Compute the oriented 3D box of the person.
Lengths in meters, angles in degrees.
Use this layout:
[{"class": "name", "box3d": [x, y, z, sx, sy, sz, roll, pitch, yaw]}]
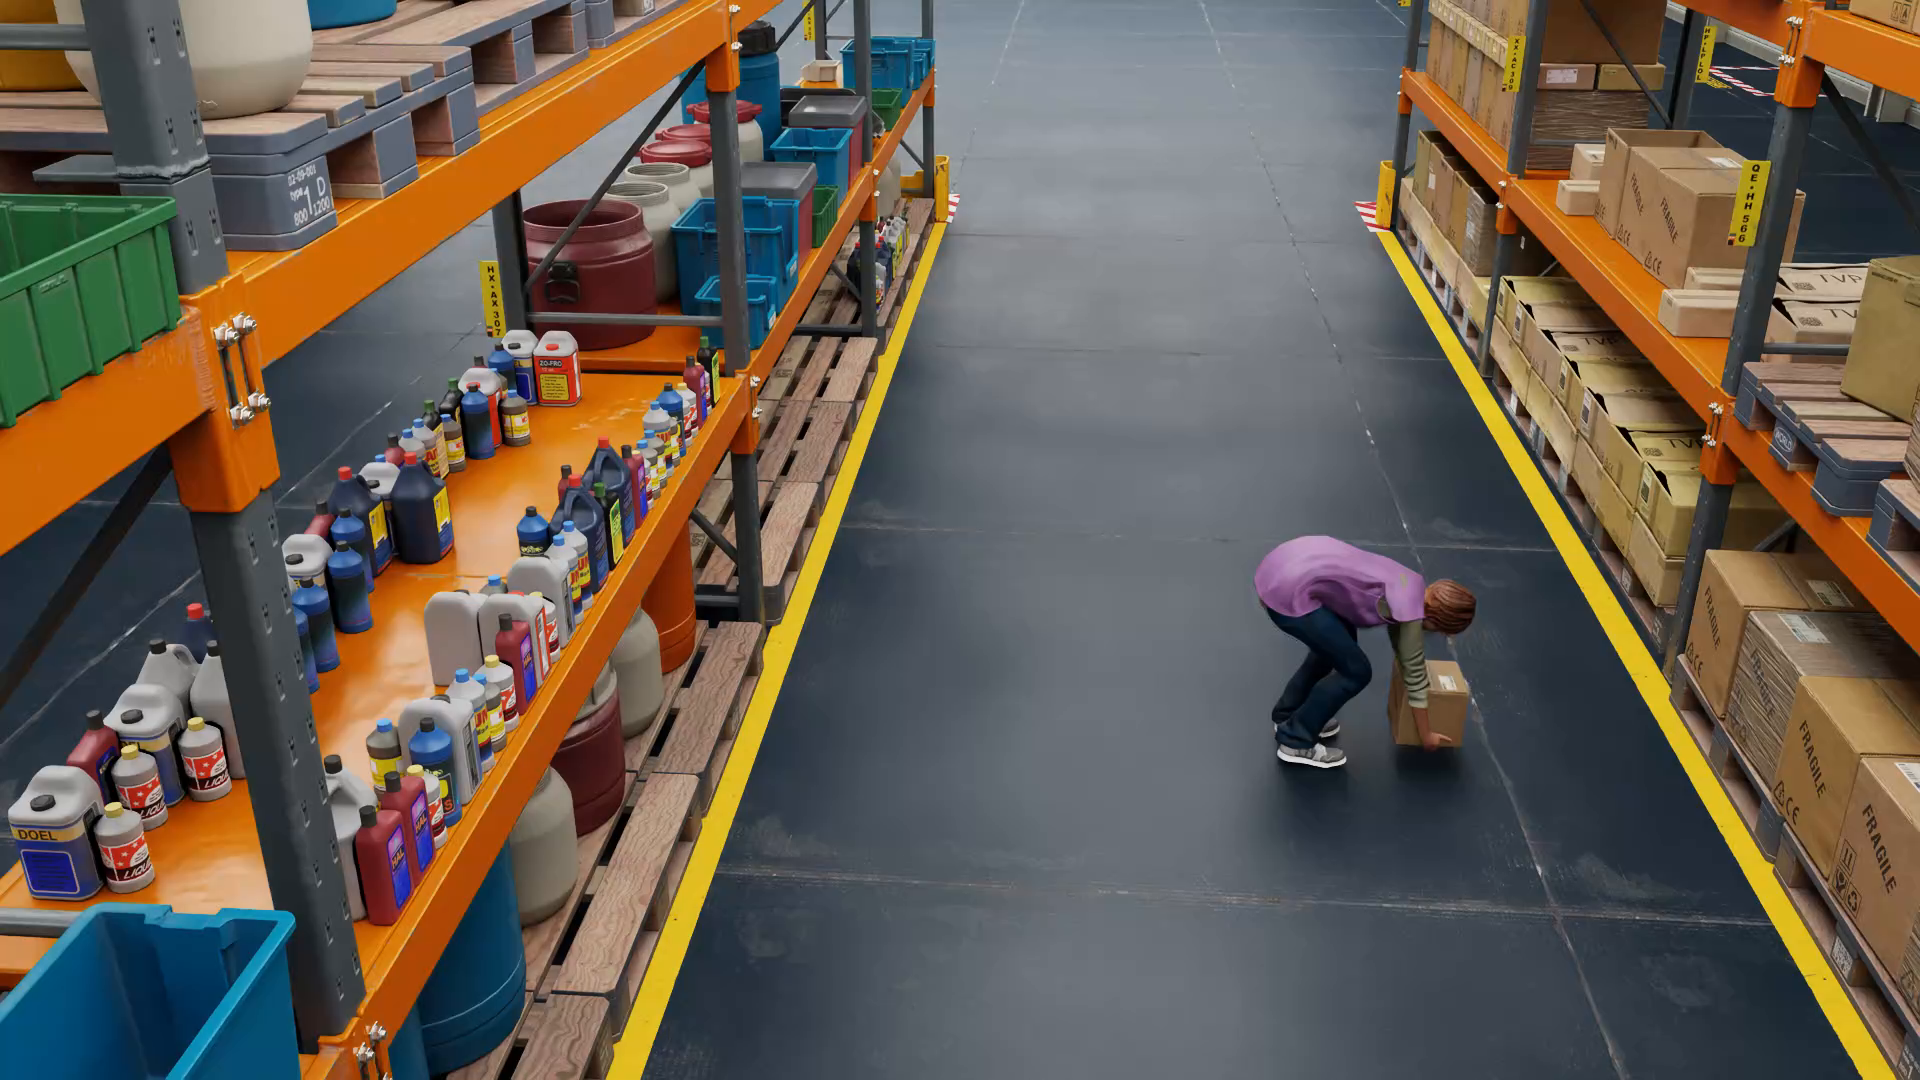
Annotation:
[{"class": "person", "box3d": [1.562, 0.427, 6.512, 0.858, 0.911, 0.419, 1, 25, 1]}]
